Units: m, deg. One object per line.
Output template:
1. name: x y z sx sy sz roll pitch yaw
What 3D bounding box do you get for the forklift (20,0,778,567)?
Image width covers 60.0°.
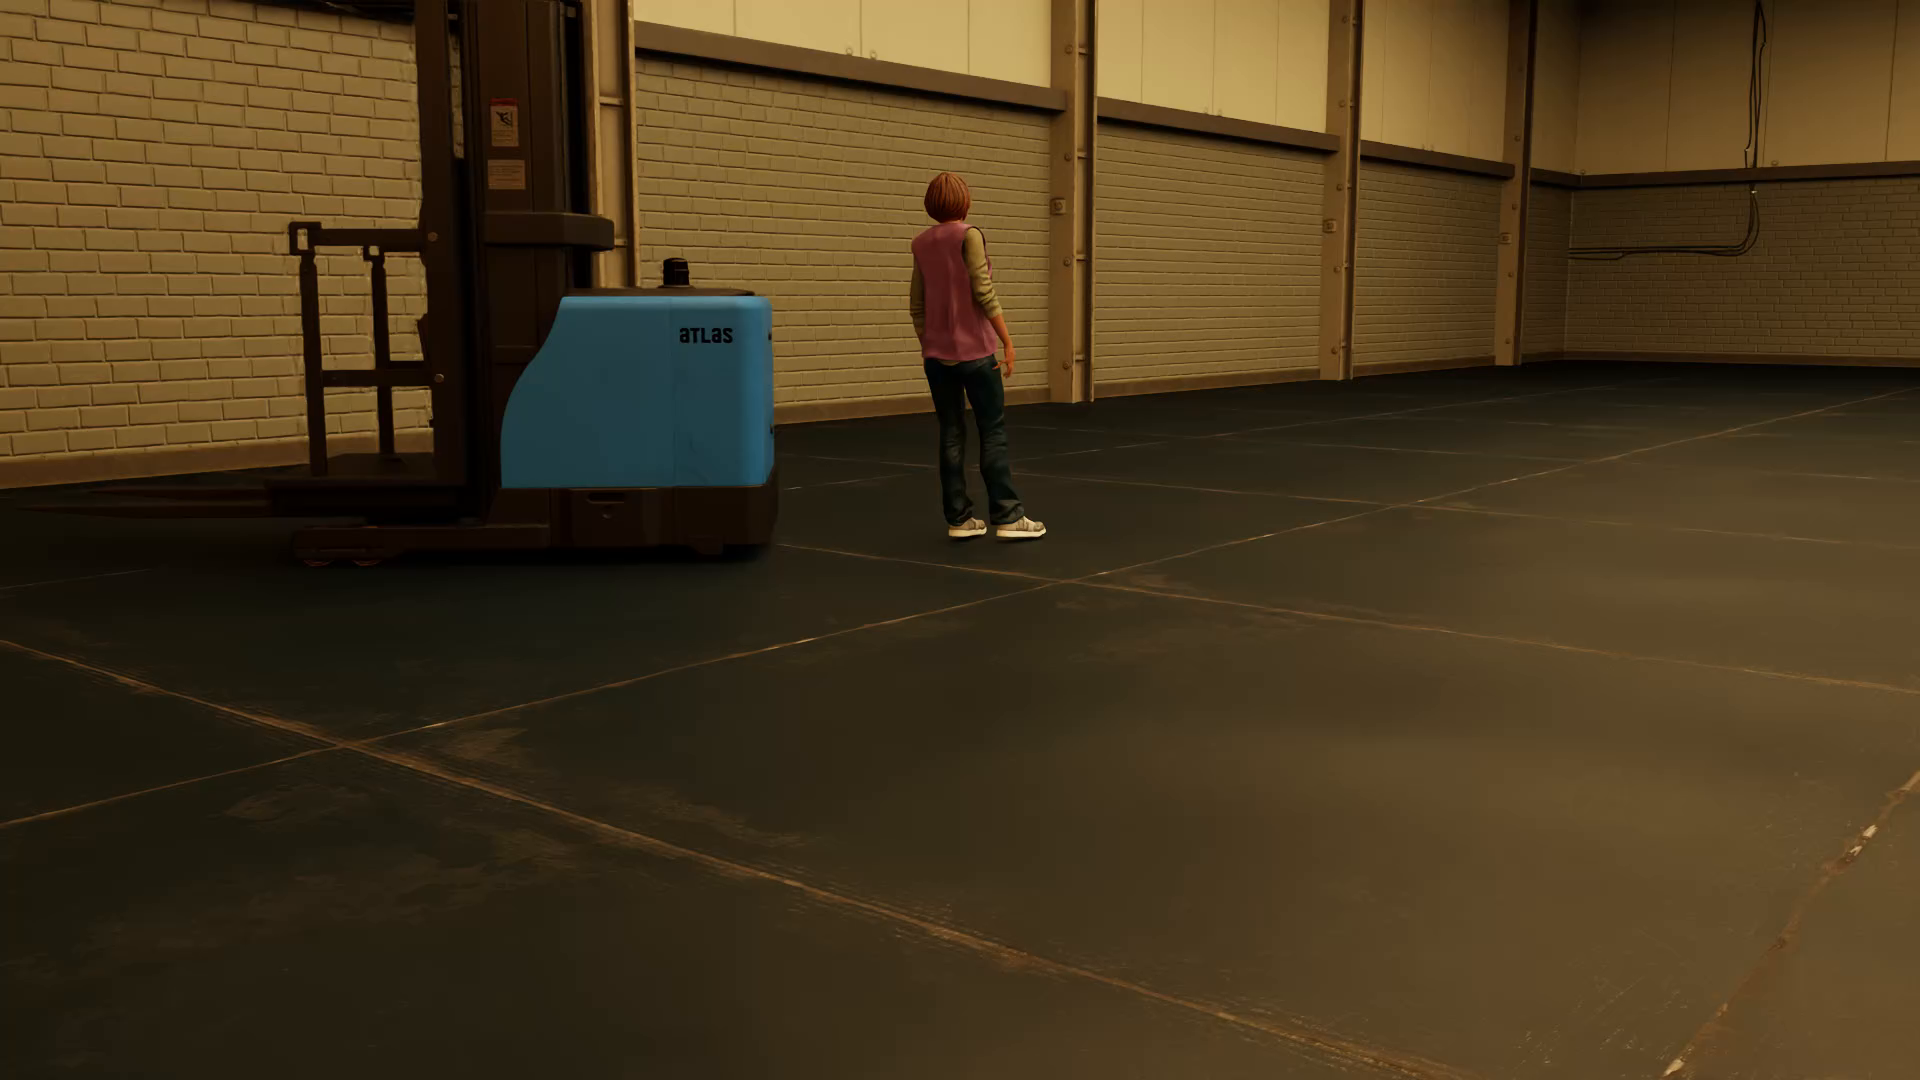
1. forklift: -2.328 -1.421 6.993 3.031 2.935 1.130 -1 8 -4

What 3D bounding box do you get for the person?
1. person: 0.057 -0.804 7.337 0.521 1.597 0.474 7 11 38
